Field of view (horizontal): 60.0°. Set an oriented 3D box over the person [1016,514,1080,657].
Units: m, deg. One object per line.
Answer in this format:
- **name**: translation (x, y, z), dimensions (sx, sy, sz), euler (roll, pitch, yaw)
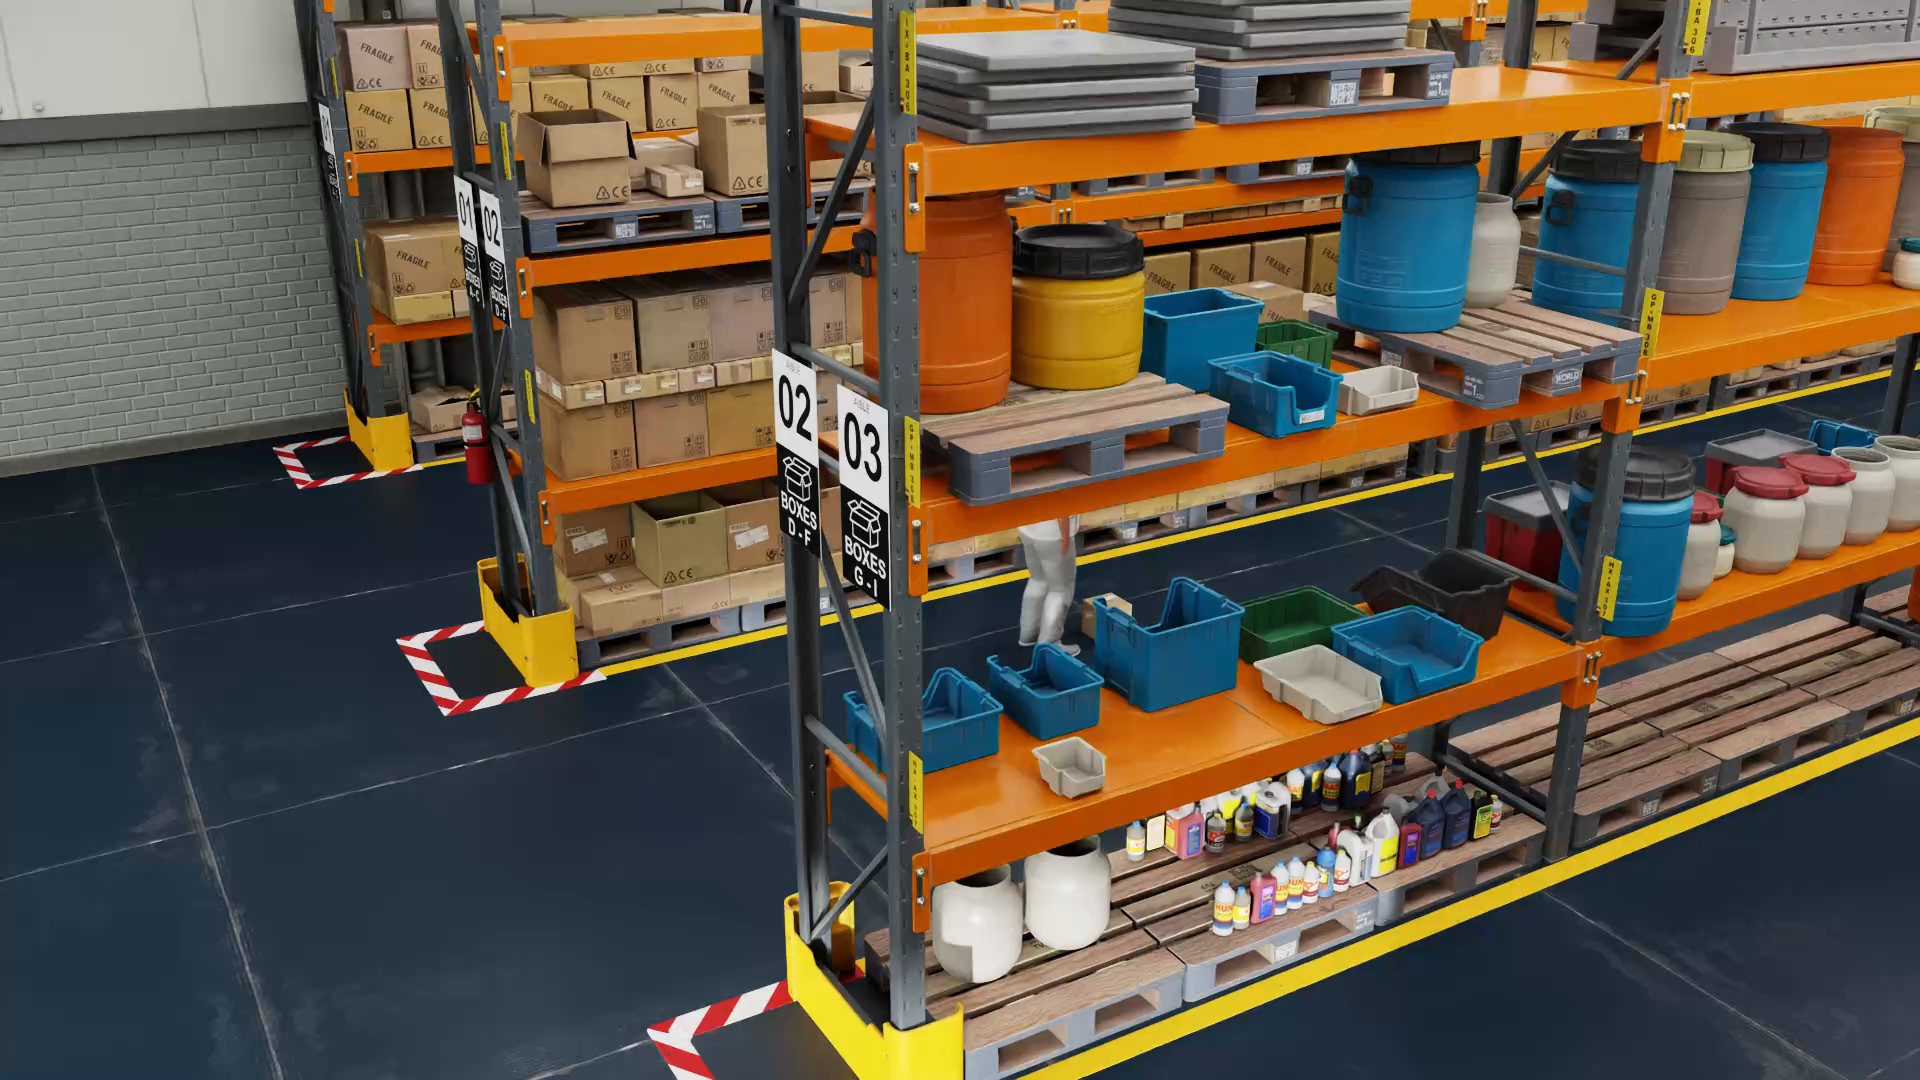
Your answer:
- **person**: translation (0.590, -0.051, 11.233), dimensions (0.391, 1.738, 0.531), euler (-12, 24, -27)
